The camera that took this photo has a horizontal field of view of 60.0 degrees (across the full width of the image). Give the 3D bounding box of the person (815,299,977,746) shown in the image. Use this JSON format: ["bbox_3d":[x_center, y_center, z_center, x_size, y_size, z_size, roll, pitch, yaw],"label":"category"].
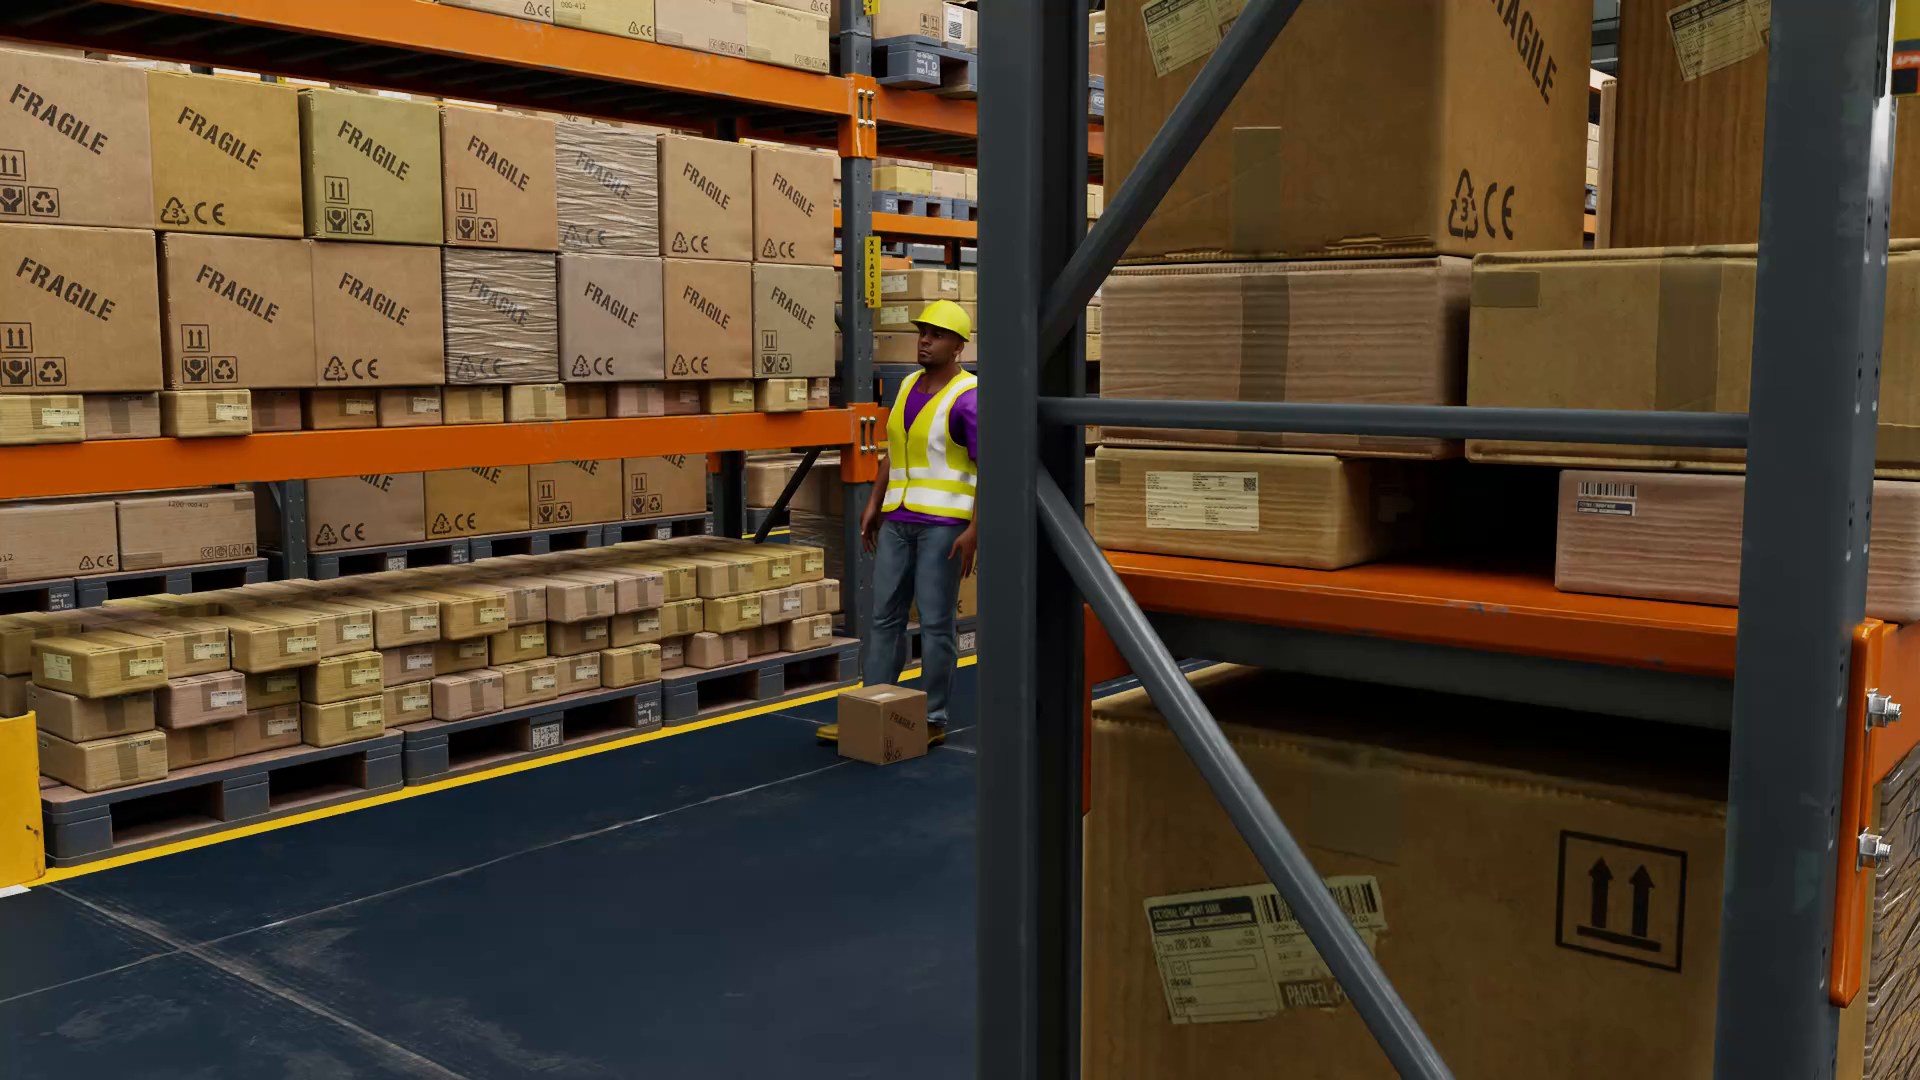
[{"bbox_3d":[-0.181,-0.061,6.571,0.577,1.765,0.666,-6,9,-44],"label":"person"}]
